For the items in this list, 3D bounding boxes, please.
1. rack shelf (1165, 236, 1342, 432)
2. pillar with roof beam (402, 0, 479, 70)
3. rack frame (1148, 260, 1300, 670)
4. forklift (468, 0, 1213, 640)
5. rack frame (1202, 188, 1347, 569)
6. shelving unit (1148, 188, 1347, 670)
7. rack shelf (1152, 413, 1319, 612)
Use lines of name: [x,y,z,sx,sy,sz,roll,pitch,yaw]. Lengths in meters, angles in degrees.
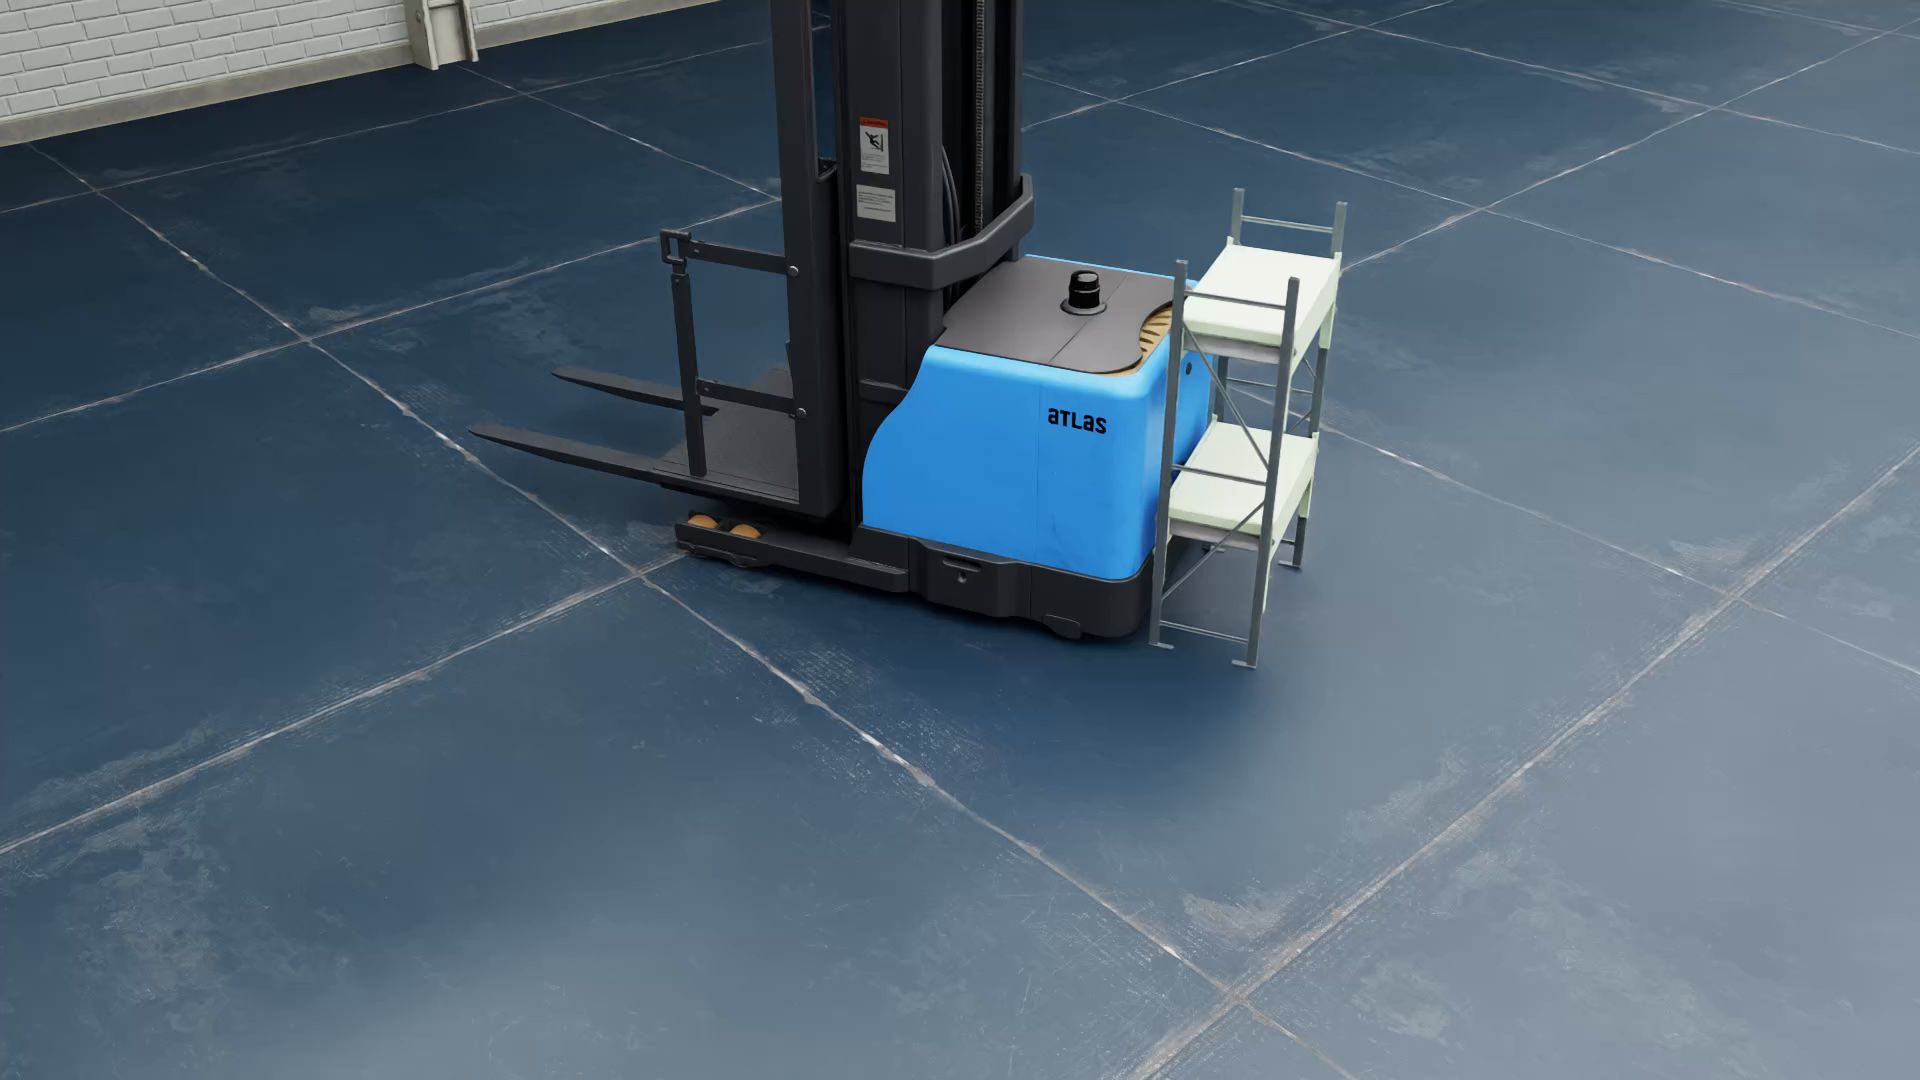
rack shelf: [1.021,-0.727,5.752,0.431,0.370,0.720,12,33,19]
pillar with roof beam: [-1.017,-5.868,7.720,0.400,9.000,9.100,-26,40,-35]
rack frame: [0.881,-0.218,5.668,0.400,1.500,0.023,12,33,19]
forklift: [-0.580,-1.380,6.197,3.031,2.935,1.130,13,34,20]
rack frame: [1.162,-0.570,6.244,0.400,1.500,0.023,12,33,19]
shelving unit: [1.021,-0.394,5.956,0.431,1.500,0.755,12,33,19]
rack shelf: [1.022,-0.116,6.126,0.431,0.370,0.720,12,33,19]
